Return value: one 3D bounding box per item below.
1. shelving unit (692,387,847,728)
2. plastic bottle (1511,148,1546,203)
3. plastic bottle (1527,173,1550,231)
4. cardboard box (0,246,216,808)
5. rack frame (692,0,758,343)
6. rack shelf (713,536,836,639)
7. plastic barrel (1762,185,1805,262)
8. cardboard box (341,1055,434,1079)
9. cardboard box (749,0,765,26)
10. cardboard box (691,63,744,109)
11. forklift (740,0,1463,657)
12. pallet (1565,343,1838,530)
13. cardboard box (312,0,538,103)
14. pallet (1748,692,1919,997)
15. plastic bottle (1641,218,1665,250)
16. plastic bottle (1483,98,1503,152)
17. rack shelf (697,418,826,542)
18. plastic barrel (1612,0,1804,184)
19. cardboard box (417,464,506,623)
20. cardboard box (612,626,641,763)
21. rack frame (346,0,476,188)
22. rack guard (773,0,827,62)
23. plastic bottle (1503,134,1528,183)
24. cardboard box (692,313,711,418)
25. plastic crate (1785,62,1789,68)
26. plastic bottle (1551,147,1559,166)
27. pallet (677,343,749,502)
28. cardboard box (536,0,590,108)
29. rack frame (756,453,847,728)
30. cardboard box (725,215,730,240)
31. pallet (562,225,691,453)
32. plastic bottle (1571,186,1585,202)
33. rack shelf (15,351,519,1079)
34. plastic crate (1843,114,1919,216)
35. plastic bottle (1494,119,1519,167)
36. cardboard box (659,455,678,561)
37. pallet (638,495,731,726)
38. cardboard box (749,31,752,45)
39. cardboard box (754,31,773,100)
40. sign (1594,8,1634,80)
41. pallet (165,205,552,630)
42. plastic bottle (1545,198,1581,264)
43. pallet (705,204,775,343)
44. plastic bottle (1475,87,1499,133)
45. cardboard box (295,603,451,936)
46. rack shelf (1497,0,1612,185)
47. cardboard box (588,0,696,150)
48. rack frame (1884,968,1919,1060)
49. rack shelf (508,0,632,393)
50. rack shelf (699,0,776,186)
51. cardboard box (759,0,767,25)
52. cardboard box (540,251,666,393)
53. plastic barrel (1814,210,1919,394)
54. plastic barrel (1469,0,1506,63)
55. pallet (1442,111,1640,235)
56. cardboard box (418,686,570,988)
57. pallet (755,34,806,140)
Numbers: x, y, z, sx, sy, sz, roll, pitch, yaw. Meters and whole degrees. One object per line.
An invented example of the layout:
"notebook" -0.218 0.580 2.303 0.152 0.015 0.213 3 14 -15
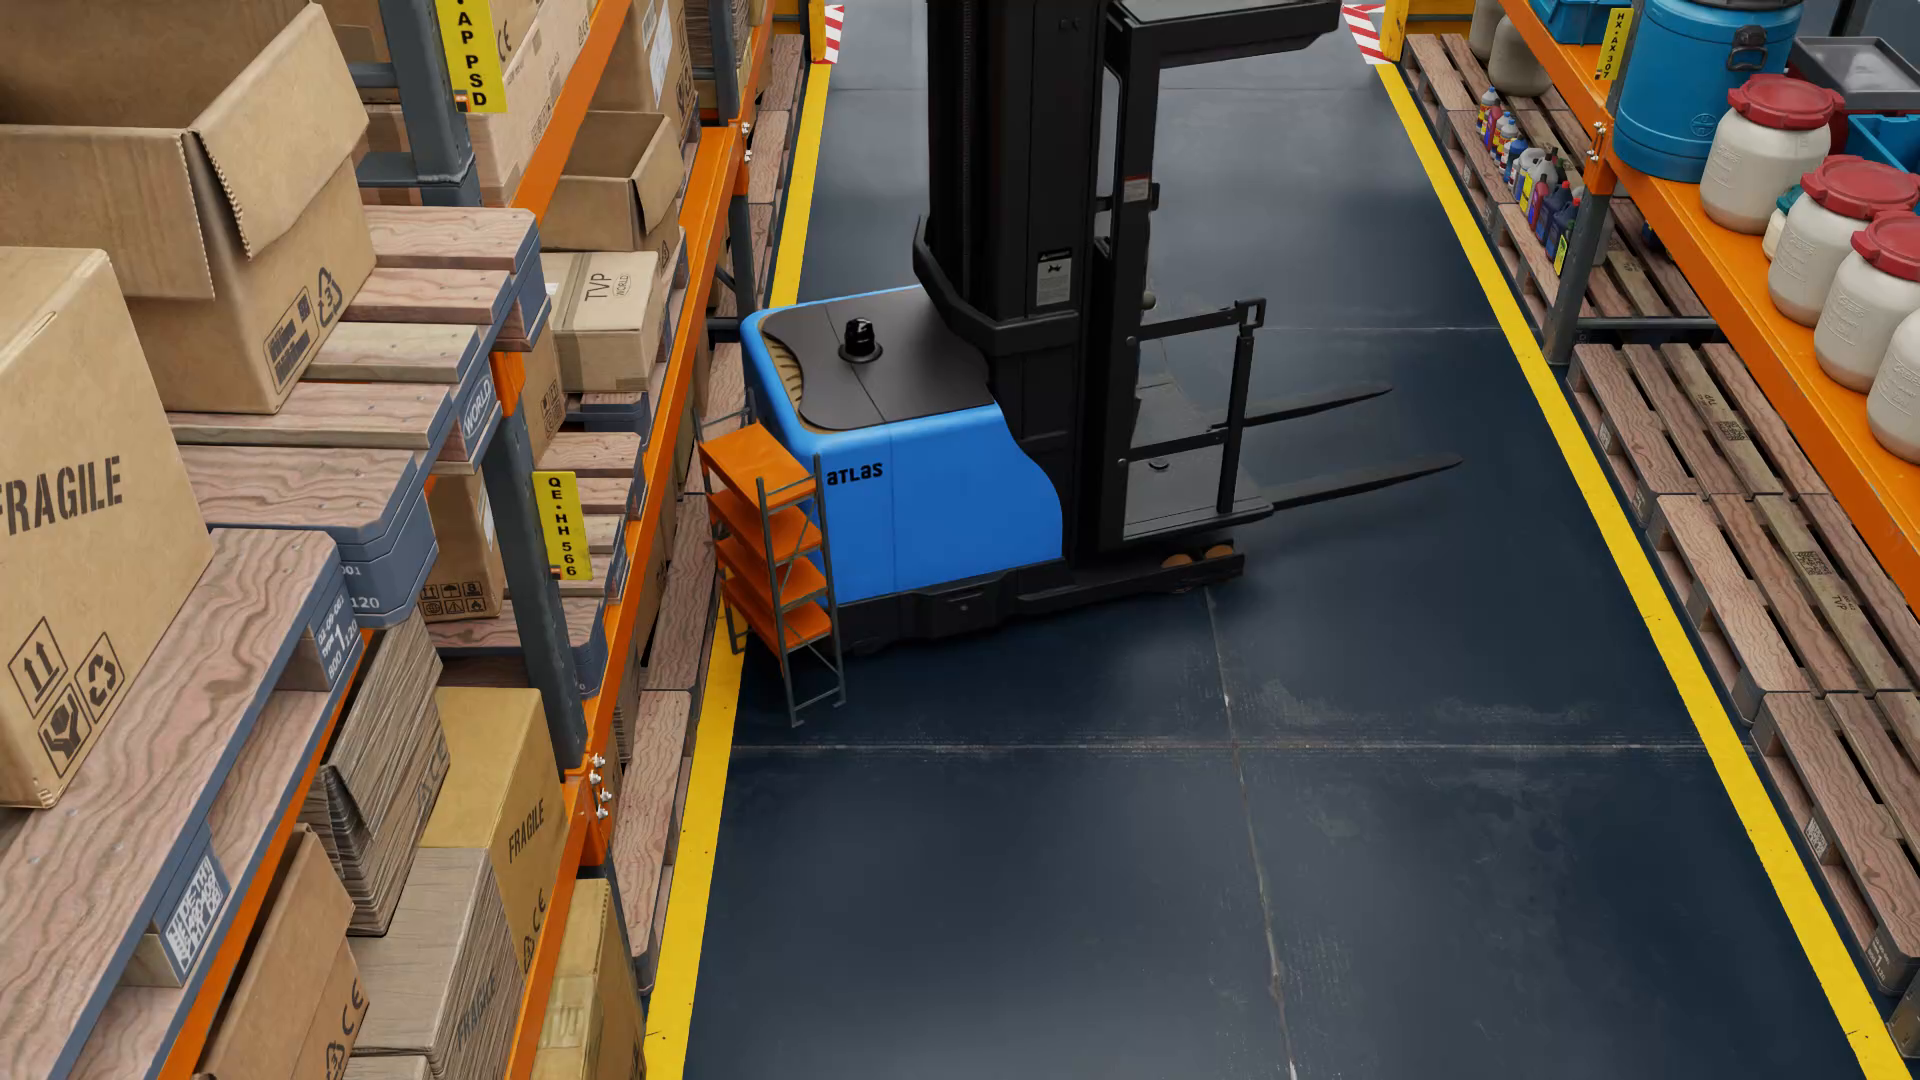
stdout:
"shelving unit" -0.697 0.083 6.179 0.258 1.200 0.503 -24 44 -24
"plastic bottle" 3.163 -2.016 9.193 0.152 0.276 0.135 1 39 1
"plastic bottle" 3.117 -1.817 8.939 0.061 0.283 0.133 2 39 3
"cardboard box" -1.338 -0.028 2.072 0.500 0.500 0.500 2 39 2
"rack frame" -1.505 -2.077 7.443 1.000 3.000 0.127 0 39 0
"rack shelf" -0.695 0.134 6.222 0.258 0.148 0.480 -24 44 -24
"plastic barrel" 3.296 -1.199 6.458 0.301 0.262 0.301 0 39 0
"cardboard box" -1.253 1.330 3.112 0.500 0.500 0.500 -1 39 -2
"cardboard box" -1.409 -2.826 8.060 0.875 0.500 0.500 0 39 0
"cardboard box" -1.204 -2.114 7.690 0.380 0.149 0.250 0 39 0
"forklift" 0.677 -1.222 6.431 3.031 2.935 1.130 -12 40 -14
"pallet" 3.488 -0.502 7.707 1.003 0.211 1.213 0 39 0
"cardboard box" -1.243 -1.274 3.563 0.500 0.500 0.500 0 39 0
"pallet" 3.491 1.024 5.803 1.003 0.211 1.213 0 39 0
"plastic bottle" 3.718 -1.724 8.769 0.144 0.351 0.185 0 39 0
"plastic bottle" 3.116 -2.418 9.689 0.061 0.283 0.133 1 39 1
"rack shelf" -0.710 -0.219 5.927 0.258 0.148 0.480 -24 44 -24
"plastic barrel" 3.146 -2.035 6.989 0.600 0.901 0.708 0 39 0
"cardboard box" -1.541 -0.116 4.581 0.500 0.500 0.500 -5 39 -6
"cardboard box" -1.534 0.462 5.922 0.700 0.500 0.500 -3 39 -4
"rack frame" -1.500 -1.917 2.446 1.000 3.000 0.127 0 39 0
"rack guard" -1.509 -3.556 11.287 1.175 0.500 0.348 0 39 0
"plastic bottle" 3.135 -2.152 9.366 0.097 0.271 0.097 0 39 0
"cardboard box" -1.525 -0.889 7.608 0.700 0.500 0.500 -3 39 -4
"plastic crate" 3.575 -2.384 7.876 0.767 0.338 0.504 0 39 0
"plastic bottle" 3.269 -2.019 9.191 0.061 0.283 0.133 0 39 0
"pallet" -1.502 -0.502 7.708 1.003 0.211 1.213 0 39 0
"cardboard box" -1.246 -1.303 4.198 0.500 0.250 0.500 1 39 1
"rack frame" -0.564 0.210 6.020 0.240 1.200 0.015 -24 44 -24
"cardboard box" -1.473 -1.874 8.853 0.500 0.500 0.500 12 40 14
"pallet" -1.543 -0.739 5.927 1.003 0.211 1.213 0 39 0
"plastic bottle" 3.307 -1.728 8.834 0.152 0.276 0.135 0 39 0
"rack shelf" -1.498 0.785 2.048 1.077 0.370 4.000 0 39 0
"plastic crate" 3.761 -1.385 6.592 0.392 0.384 0.575 0 39 0
"plastic bottle" 3.135 -2.278 9.524 0.097 0.271 0.097 0 39 0
"cardboard box" -1.543 -0.241 6.799 0.700 0.500 0.500 -3 39 -4
"pallet" -1.498 0.263 6.753 1.003 0.211 1.213 0 39 0
"cardboard box" -1.219 -2.426 8.080 0.380 0.149 0.250 0 39 0
"cardboard box" -1.490 -3.003 10.261 0.500 0.500 0.500 10 40 12
"sign" 2.898 -2.195 7.369 0.100 0.325 0.005 0 39 0
"pallet" -1.446 -0.270 2.941 1.213 0.211 1.003 2 39 2
"plastic bottle" 3.159 -1.621 8.641 0.144 0.351 0.185 -1 39 -1
"pallet" -1.541 -1.409 8.839 1.003 0.211 1.213 0 39 0
"plastic bottle" 3.134 -2.555 9.870 0.097 0.271 0.097 0 39 0
"cardboard box" -1.515 0.451 3.406 0.797 0.503 0.637 1 39 1
"rack shelf" 3.446 -3.051 9.233 1.077 0.370 4.000 0 39 0
"cardboard box" -1.644 -1.978 6.504 1.000 1.000 1.000 0 39 0
"rack frame" 3.453 0.421 4.326 1.000 3.000 0.127 0 39 0
"rack shelf" -1.502 -1.716 5.170 1.077 0.370 4.000 0 39 0
"rack shelf" -1.507 -3.047 9.229 1.077 0.370 4.000 0 39 0
"cardboard box" -1.188 -2.739 8.470 0.380 0.149 0.250 0 39 0
"cardboard box" -1.272 -0.729 5.546 0.500 0.250 0.500 -1 39 -1
"plastic barrel" 3.232 -0.806 5.748 0.433 0.535 0.433 0 39 0
"plastic barrel" 3.521 -3.364 10.702 0.421 0.512 0.421 0 39 0
"pallet" 3.485 -2.177 9.798 1.003 0.211 1.213 0 39 0
"cardboard box" -1.252 0.694 3.906 0.500 0.500 0.500 1 39 1
"pallet" -1.544 -2.935 10.743 1.003 0.211 1.213 0 39 0
